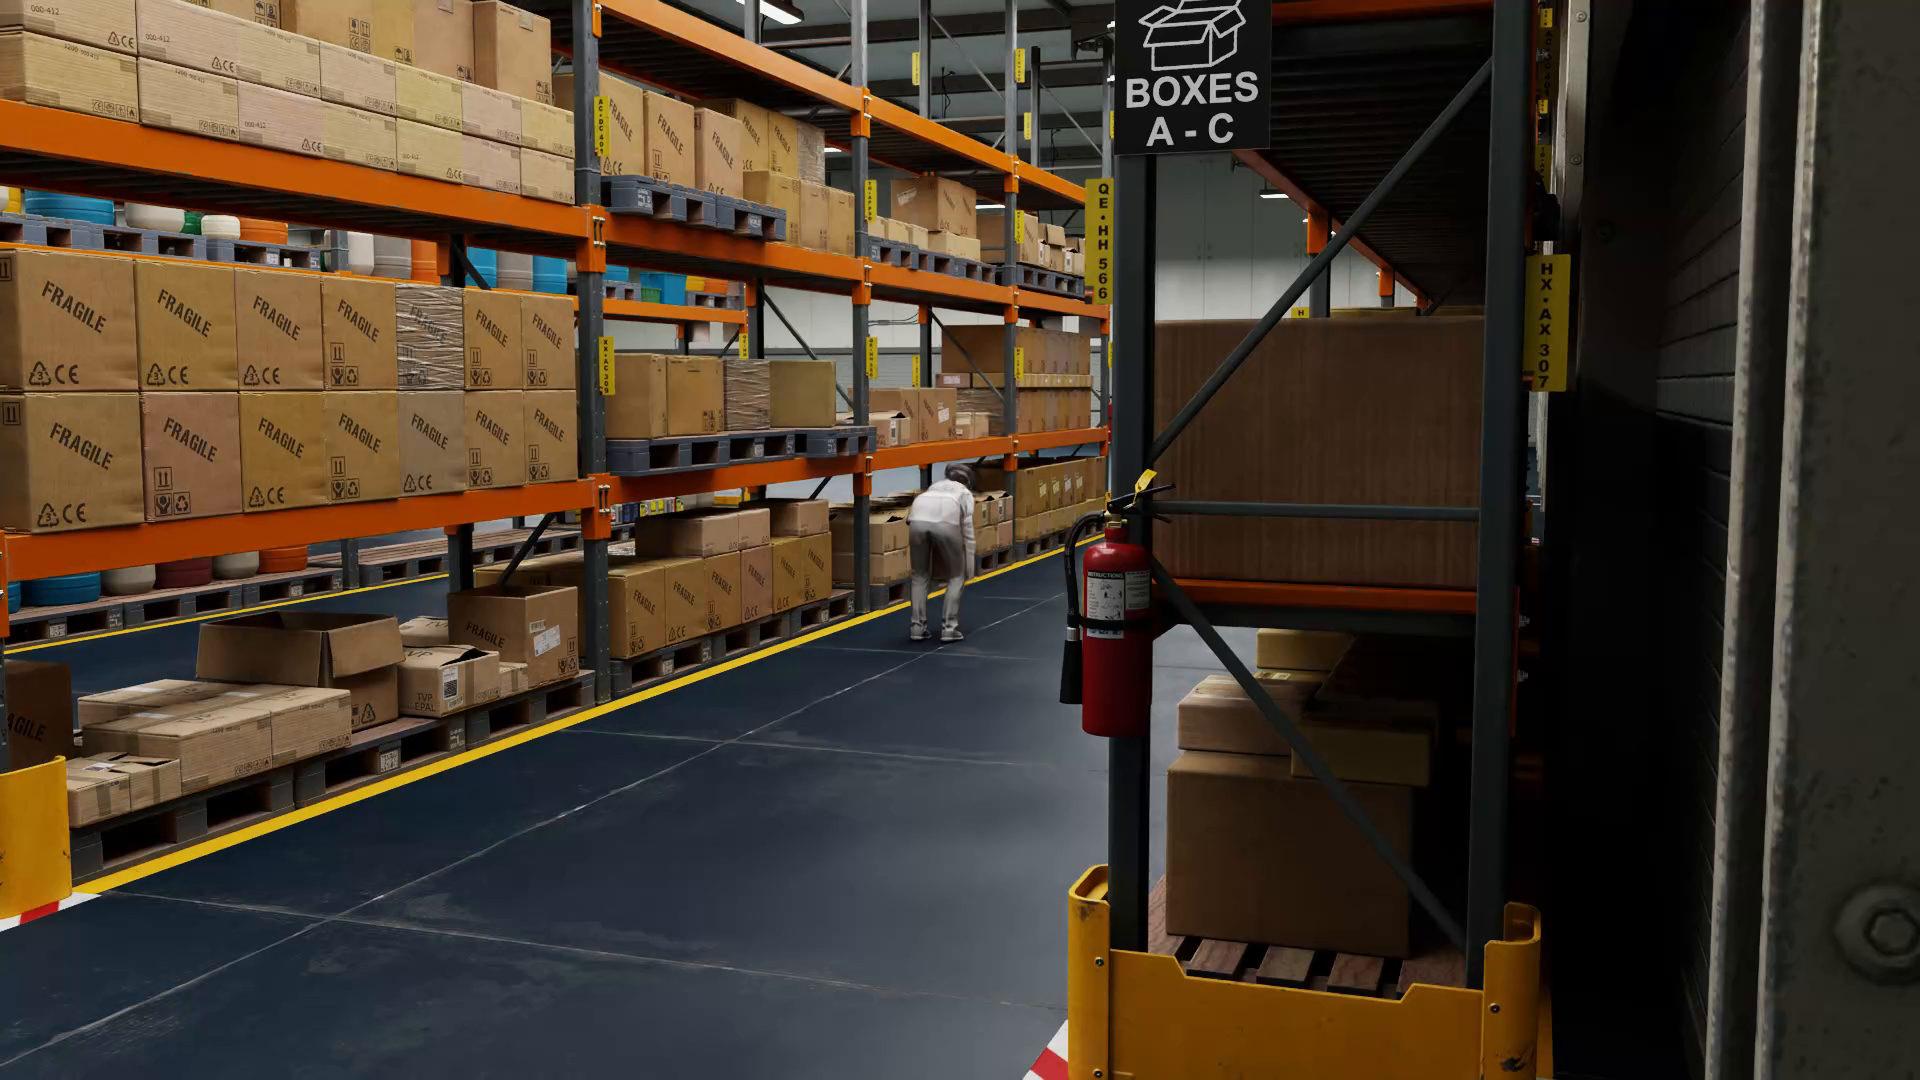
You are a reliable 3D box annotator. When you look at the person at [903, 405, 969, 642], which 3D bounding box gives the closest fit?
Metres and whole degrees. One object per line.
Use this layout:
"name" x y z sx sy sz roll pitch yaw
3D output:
"person" -0.156 -0.122 11.944 0.435 1.691 0.526 2 6 18
